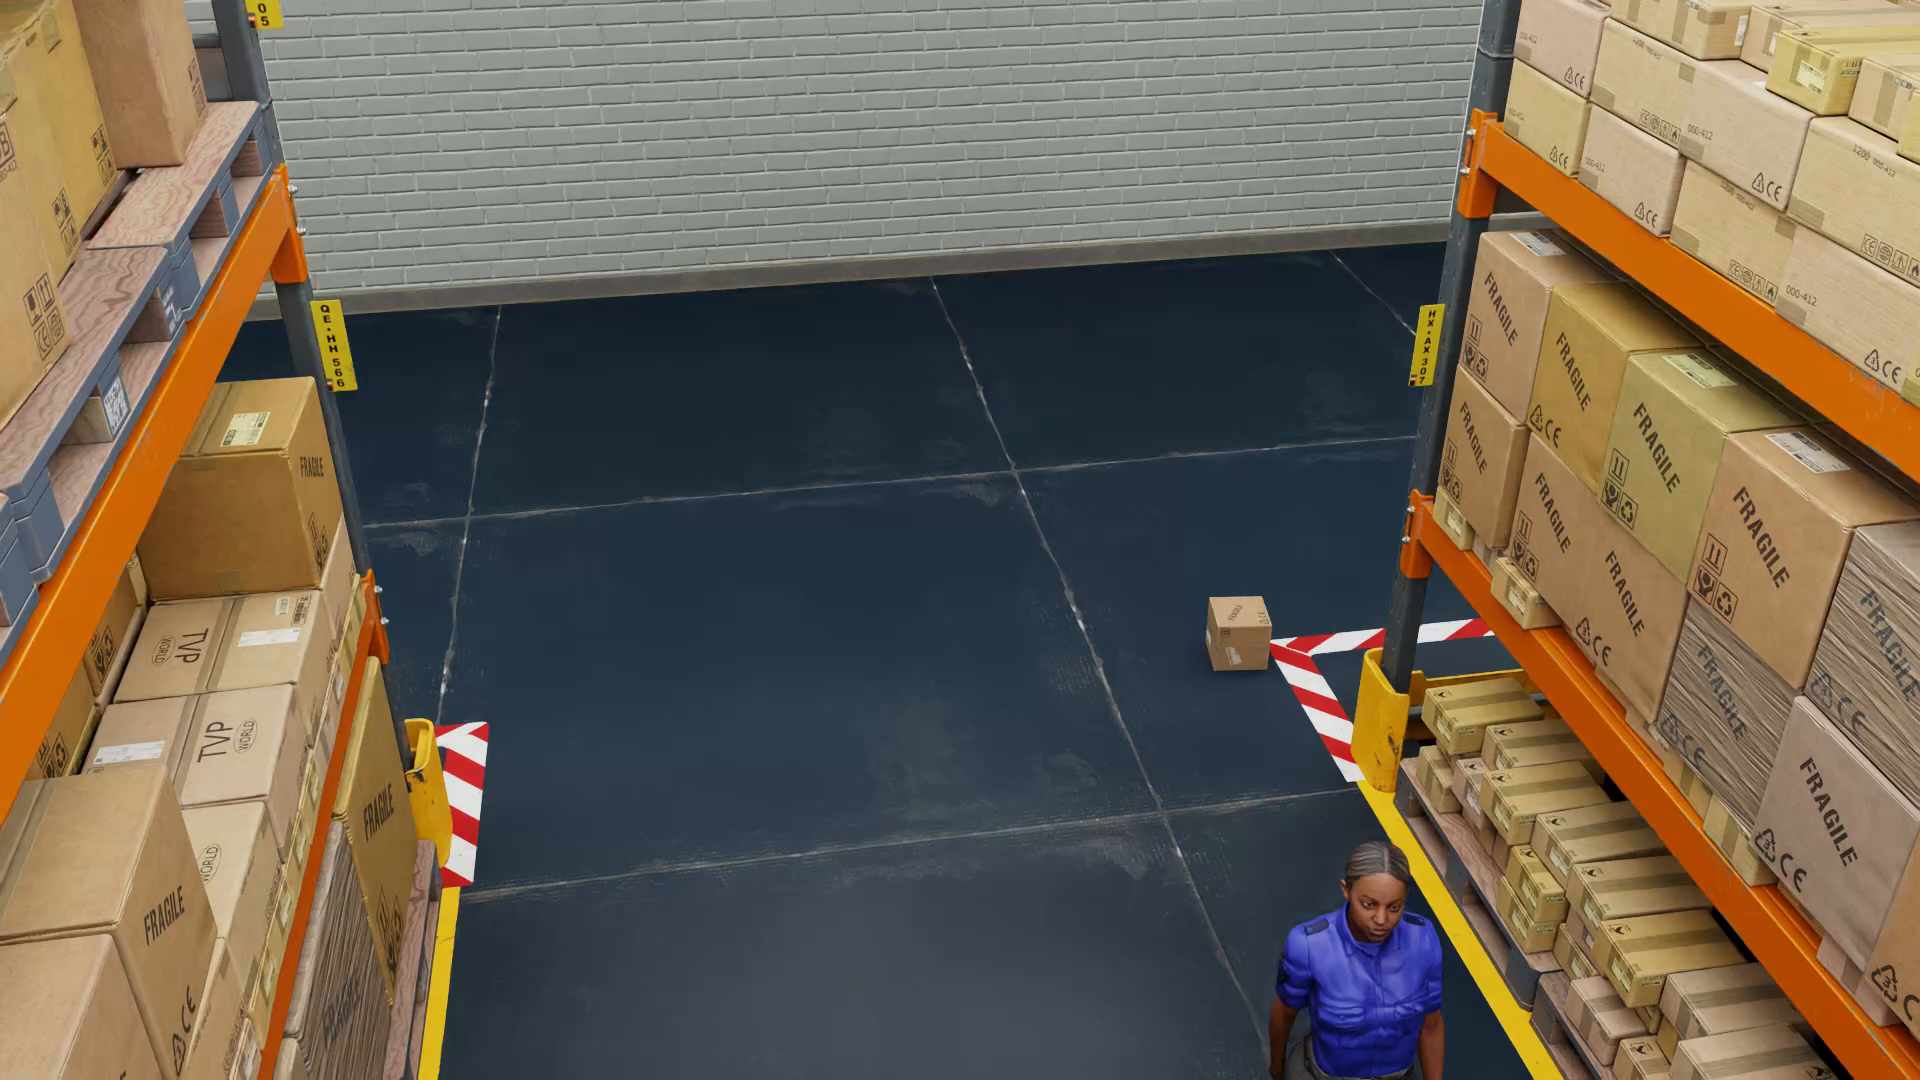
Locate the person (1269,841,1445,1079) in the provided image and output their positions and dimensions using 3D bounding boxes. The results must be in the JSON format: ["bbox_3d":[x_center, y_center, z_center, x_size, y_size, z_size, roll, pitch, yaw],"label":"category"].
[{"bbox_3d":[1.092,1.494,4.630,0.438,1.603,0.969,-5,31,-9],"label":"person"}]
